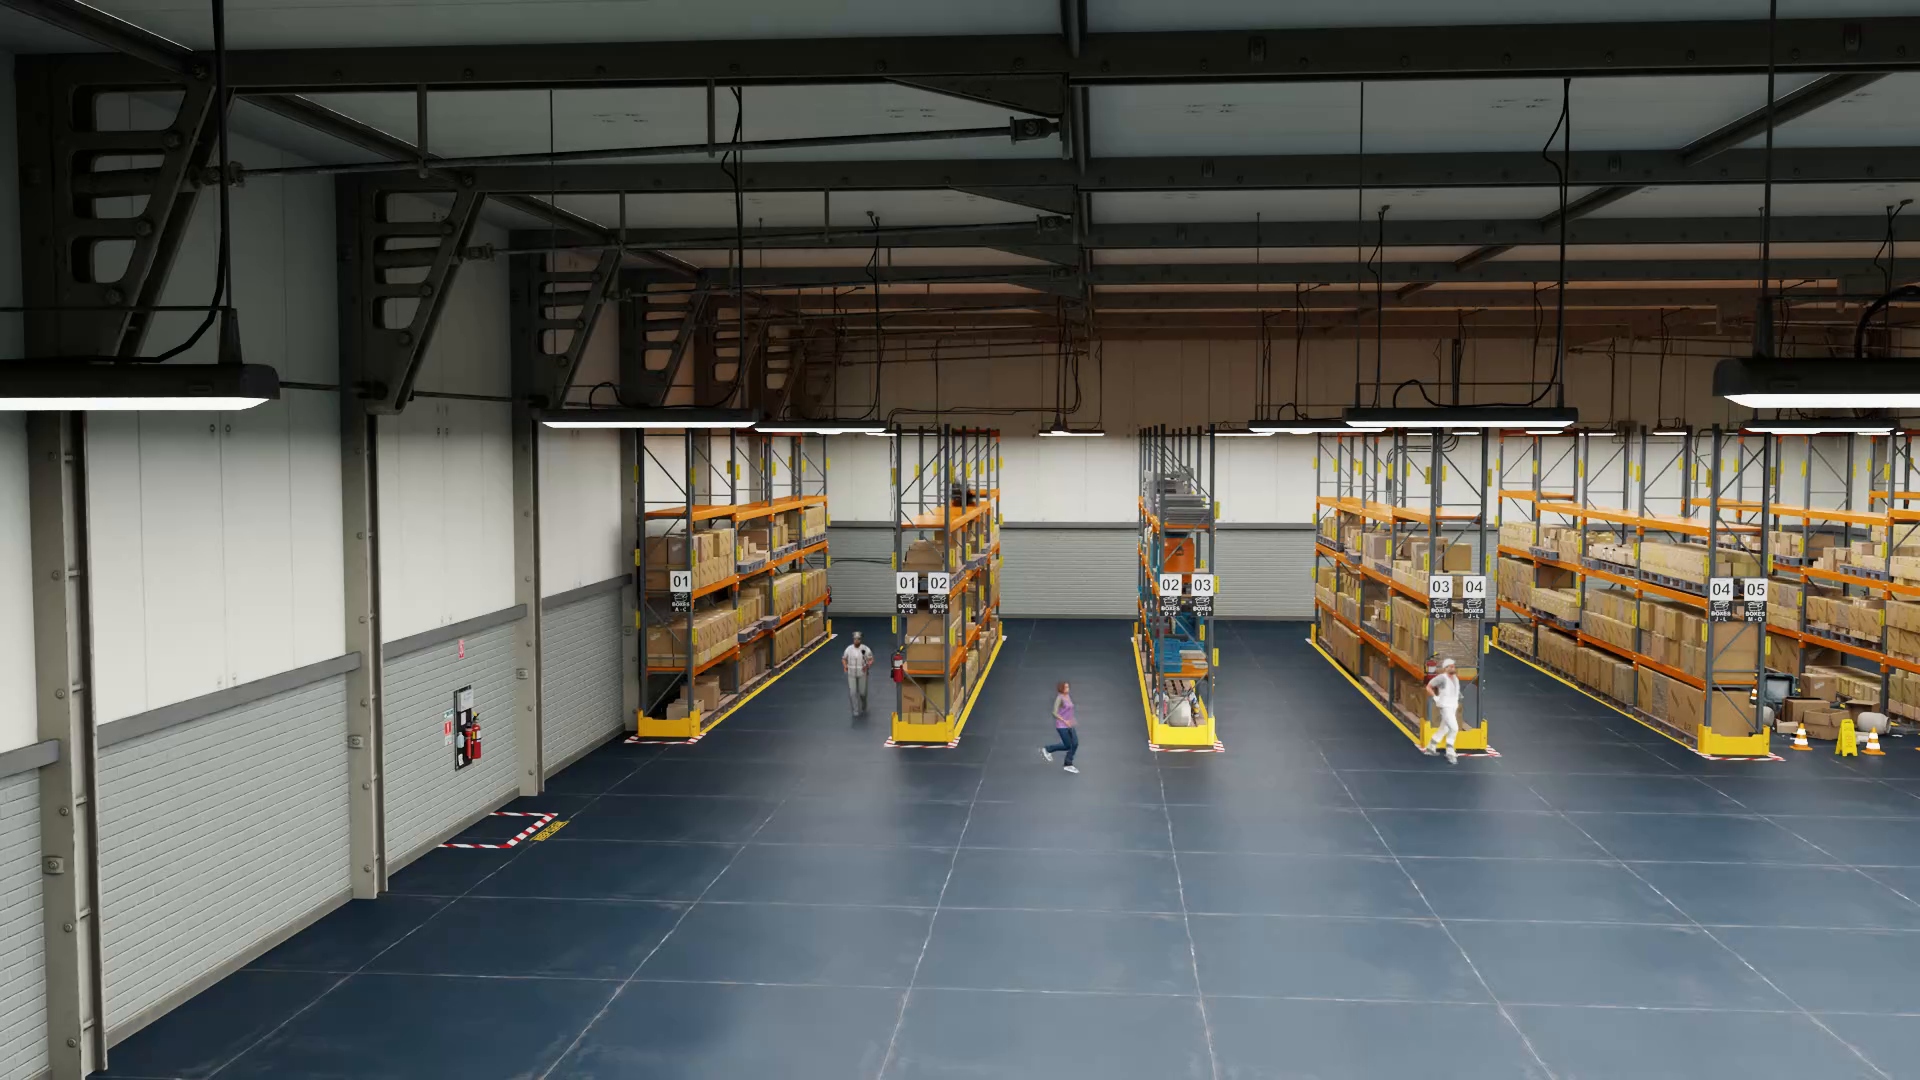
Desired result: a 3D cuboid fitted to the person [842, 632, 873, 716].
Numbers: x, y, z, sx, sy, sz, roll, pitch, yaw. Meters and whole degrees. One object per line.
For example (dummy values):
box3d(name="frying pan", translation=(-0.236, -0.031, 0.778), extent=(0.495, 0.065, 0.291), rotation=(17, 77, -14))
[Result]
box3d(name="person", translation=(-2.130, 2.758, 34.460), extent=(0.664, 1.728, 0.645), rotation=(0, 3, 2))

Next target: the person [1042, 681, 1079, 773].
box3d(name="person", translation=(1.762, 3.211, 28.691), extent=(0.666, 1.563, 0.552), rotation=(2, 4, 30))

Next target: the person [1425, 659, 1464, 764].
box3d(name="person", translation=(8.664, 3.038, 29.629), extent=(0.699, 1.859, 0.692), rotation=(-3, 5, -40))
